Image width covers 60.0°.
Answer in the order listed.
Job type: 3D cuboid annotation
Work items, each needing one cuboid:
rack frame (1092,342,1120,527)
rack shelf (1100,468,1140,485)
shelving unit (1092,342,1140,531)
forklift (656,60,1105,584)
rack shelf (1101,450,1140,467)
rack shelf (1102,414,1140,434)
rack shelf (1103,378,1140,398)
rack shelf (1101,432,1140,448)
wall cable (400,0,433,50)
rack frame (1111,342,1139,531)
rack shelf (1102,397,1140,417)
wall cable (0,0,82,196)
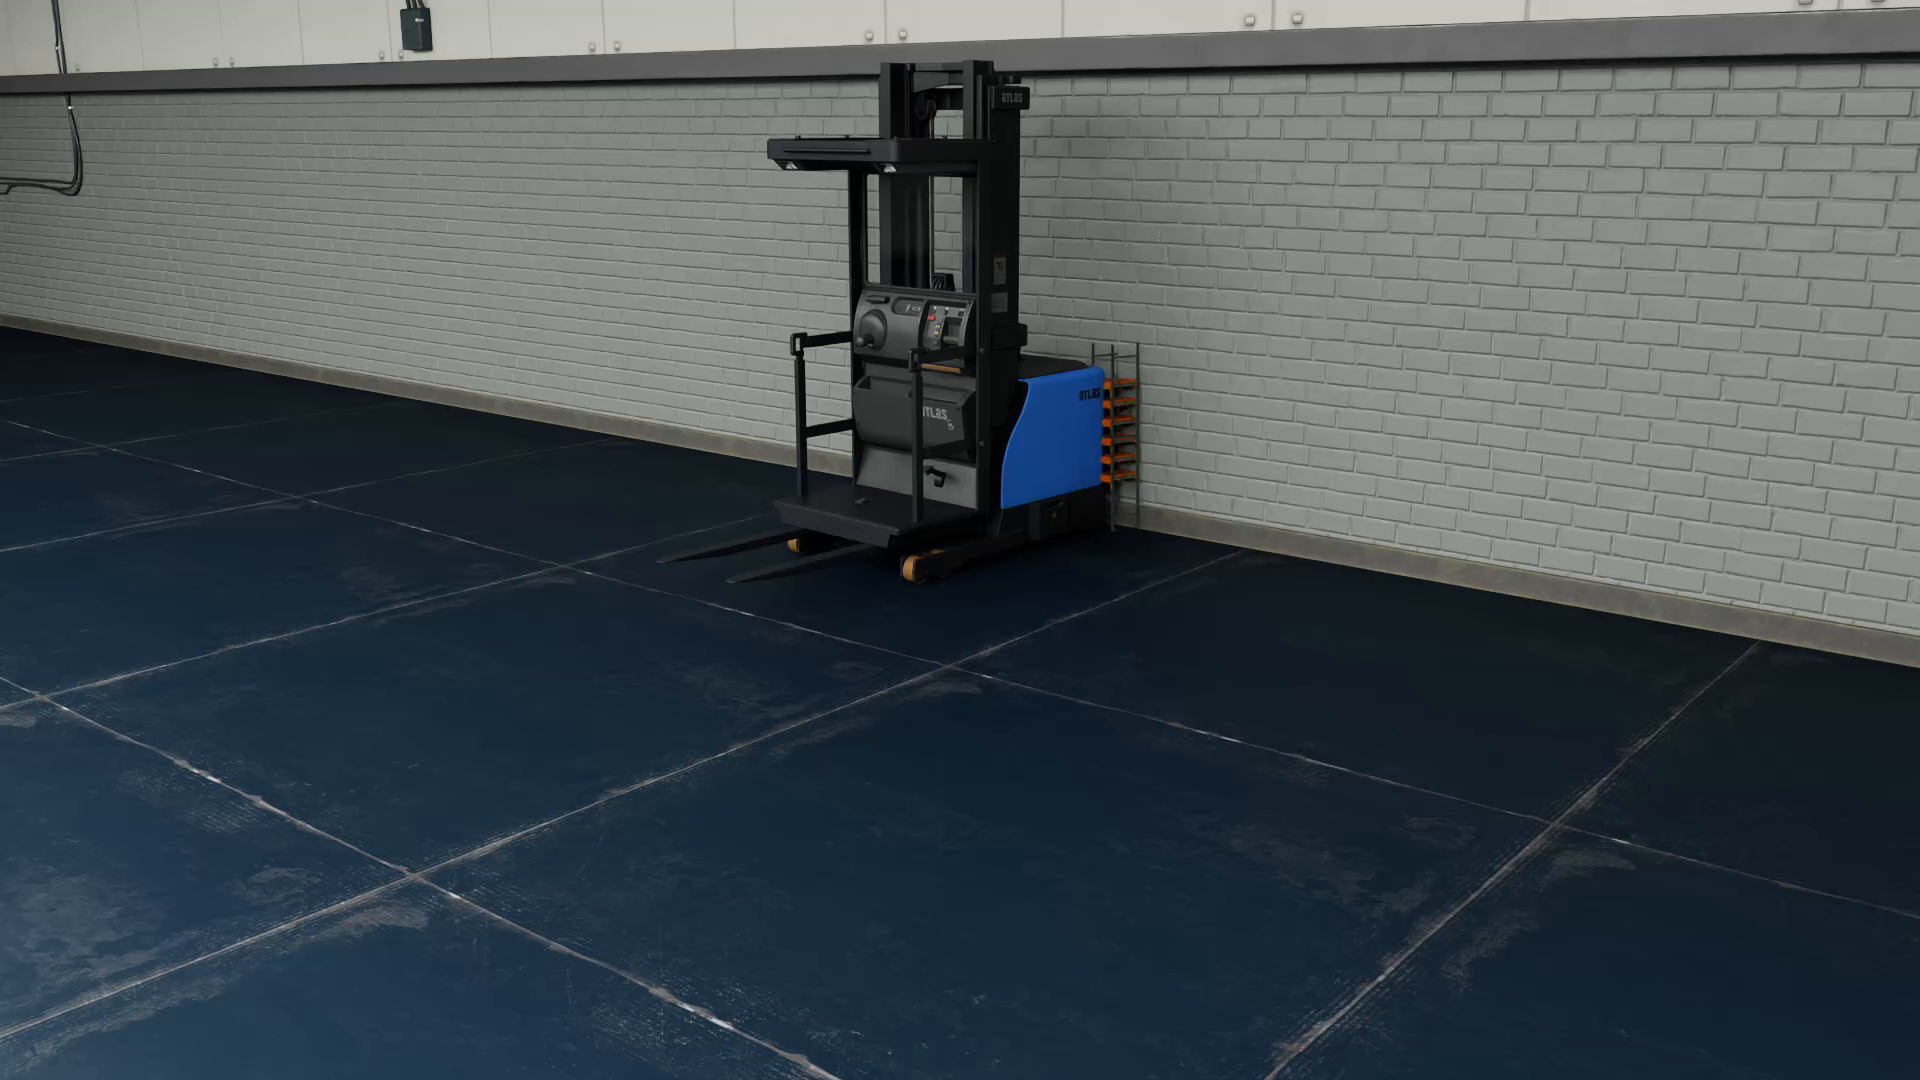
[{"bbox_3d":[0.951,-0.687,10.832,0.240,1.200,0.006,-10,14,-36],"label":"rack frame"},{"bbox_3d":[1.013,-0.395,10.816,0.258,0.103,0.180,-10,14,-36],"label":"rack shelf"},{"bbox_3d":[1.007,-0.674,10.760,0.258,1.200,0.189,-10,14,-36],"label":"shelving unit"},{"bbox_3d":[-0.425,-1.308,9.818,1.130,2.935,3.031,13,19,41],"label":"forklift"},{"bbox_3d":[1.010,-0.512,10.792,0.258,0.103,0.180,-10,14,-36],"label":"rack shelf"},{"bbox_3d":[1.005,-0.748,10.746,0.258,0.103,0.180,-10,14,-36],"label":"rack shelf"},{"bbox_3d":[1.000,-0.983,10.699,0.258,0.103,0.180,-10,14,-36],"label":"rack shelf"},{"bbox_3d":[1.008,-0.630,10.769,0.258,0.103,0.180,-10,14,-36],"label":"rack shelf"},{"bbox_3d":[-4.056,-7.111,13.432,2.305,6.003,0.169,11,18,38],"label":"wall cable"},{"bbox_3d":[1.062,-0.660,10.689,0.240,1.200,0.006,-10,14,-36],"label":"rack frame"},{"bbox_3d":[1.003,-0.865,10.722,0.258,0.103,0.180,-10,14,-36],"label":"rack shelf"},{"bbox_3d":[-11.430,-5.430,20.028,3.097,2.526,0.112,11,18,38],"label":"wall cable"}]
